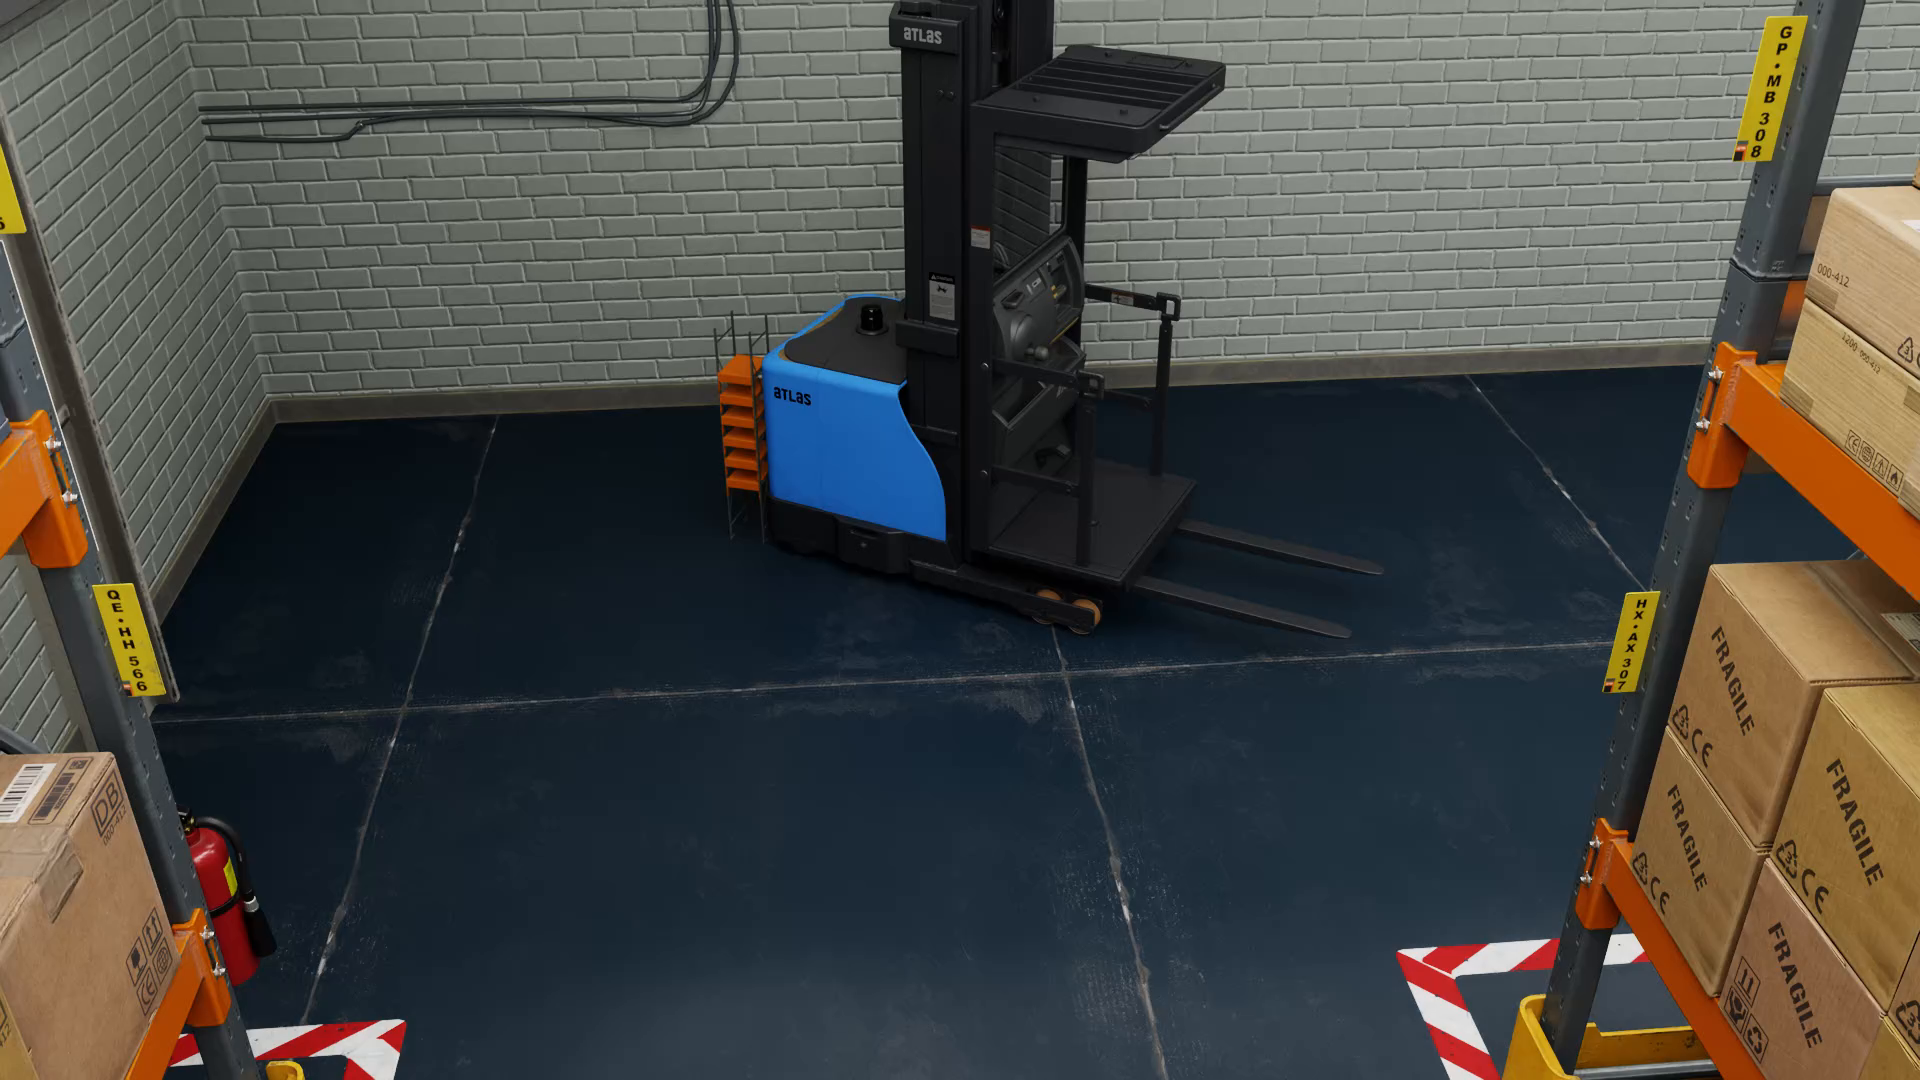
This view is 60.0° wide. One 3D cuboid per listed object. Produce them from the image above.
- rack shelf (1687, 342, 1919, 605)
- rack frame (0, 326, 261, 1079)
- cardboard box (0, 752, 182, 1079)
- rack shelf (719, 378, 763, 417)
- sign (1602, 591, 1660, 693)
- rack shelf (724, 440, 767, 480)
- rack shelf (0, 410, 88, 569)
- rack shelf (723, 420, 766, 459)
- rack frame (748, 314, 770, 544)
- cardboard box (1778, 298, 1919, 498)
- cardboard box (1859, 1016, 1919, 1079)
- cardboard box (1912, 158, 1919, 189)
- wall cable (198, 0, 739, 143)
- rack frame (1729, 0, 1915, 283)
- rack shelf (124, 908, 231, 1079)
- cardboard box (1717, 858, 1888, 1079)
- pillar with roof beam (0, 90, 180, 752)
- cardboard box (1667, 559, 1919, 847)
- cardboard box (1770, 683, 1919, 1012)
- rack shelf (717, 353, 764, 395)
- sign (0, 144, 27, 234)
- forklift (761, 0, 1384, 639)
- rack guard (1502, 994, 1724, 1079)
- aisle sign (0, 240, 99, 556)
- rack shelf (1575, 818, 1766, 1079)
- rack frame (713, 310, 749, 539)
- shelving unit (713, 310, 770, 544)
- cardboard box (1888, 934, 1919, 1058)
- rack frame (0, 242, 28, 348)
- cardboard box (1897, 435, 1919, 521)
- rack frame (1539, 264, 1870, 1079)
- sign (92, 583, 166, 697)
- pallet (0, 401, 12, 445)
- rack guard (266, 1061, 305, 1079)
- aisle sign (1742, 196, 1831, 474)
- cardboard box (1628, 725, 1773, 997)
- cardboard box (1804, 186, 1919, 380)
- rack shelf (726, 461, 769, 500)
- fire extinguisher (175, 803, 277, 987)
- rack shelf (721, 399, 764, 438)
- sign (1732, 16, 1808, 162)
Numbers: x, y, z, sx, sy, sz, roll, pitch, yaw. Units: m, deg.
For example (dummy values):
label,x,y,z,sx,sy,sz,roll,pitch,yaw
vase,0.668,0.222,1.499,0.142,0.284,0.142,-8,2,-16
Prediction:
label,x,y,z,sx,sy,sz,roll,pitch,yaw
rack shelf,2.551,0.667,2.484,1.077,0.370,4.000,-3,31,-5
rack frame,-2.568,0.864,4.378,1.000,3.000,0.127,-3,31,-5
cardboard box,-2.510,0.996,3.866,0.980,0.700,0.700,-1,31,-2
rack shelf,-1.085,-0.734,8.427,0.180,0.103,0.258,8,32,13
sign,1.824,0.280,4.512,0.100,0.325,0.005,-3,31,-5
rack shelf,-1.085,-0.425,8.611,0.180,0.103,0.258,8,32,13
rack shelf,-2.381,0.907,2.083,1.077,0.370,4.000,-3,31,-5
rack shelf,-1.085,-0.528,8.550,0.180,0.103,0.258,8,32,13
rack frame,-0.997,-0.553,8.506,0.006,1.200,0.240,8,32,13
cardboard box,2.159,-0.324,3.588,0.500,0.250,0.500,-3,31,-5
cardboard box,2.240,1.341,3.482,0.500,0.500,0.500,-3,31,-5
cardboard box,2.428,-0.873,3.289,0.700,0.500,0.500,-3,31,-5
wall cable,-2.740,-3.283,8.499,3.097,2.526,0.112,-3,31,-5
rack frame,2.364,-1.950,3.240,1.000,3.000,0.127,-3,31,-5
rack shelf,-2.381,2.194,2.853,1.077,0.370,4.000,-3,31,-5
cardboard box,2.196,1.085,3.911,0.500,0.500,0.500,-3,31,-5
pillar with roof beam,0.605,-3.254,5.423,9.100,9.000,0.400,-3,31,-5
cardboard box,2.143,0.392,4.096,0.500,0.500,0.500,-2,31,-3
cardboard box,2.199,0.659,3.649,0.500,0.500,0.500,-2,31,-4
rack shelf,-1.085,-0.837,8.365,0.180,0.103,0.258,8,32,13
sign,-2.026,-0.788,3.433,0.100,0.325,0.005,-3,31,-5
forklift,0.559,-1.117,7.762,3.031,2.935,1.130,14,34,22
rack guard,2.371,1.737,5.354,1.175,0.500,0.348,-3,31,-5
aisle sign,-2.276,-0.303,3.797,0.394,0.787,0.004,-3,31,-5
rack shelf,2.551,1.955,3.253,1.077,0.370,4.000,-3,31,-5
rack frame,-1.173,-0.578,8.548,0.006,1.200,0.240,8,32,13
shelving unit,-1.085,-0.566,8.527,0.189,1.200,0.258,8,32,13
cardboard box,2.241,0.914,3.221,0.500,0.500,0.500,-2,31,-4
rack frame,-2.568,-1.711,2.839,1.000,3.000,0.127,-3,31,-5
cardboard box,2.193,-0.068,3.159,0.500,0.250,0.500,-3,31,-5
rack frame,2.364,0.625,4.778,1.000,3.000,0.127,-3,31,-5
sign,-2.026,0.247,4.052,0.100,0.325,0.005,-3,31,-5
pallet,-2.488,-0.007,2.998,1.003,0.211,1.213,-3,31,-5
rack guard,-2.570,1.925,5.039,1.175,0.500,0.348,-3,31,-5
aisle sign,2.065,-0.512,4.146,0.394,0.787,0.004,-3,31,-5
cardboard box,2.143,0.821,4.352,0.500,0.500,0.500,-2,31,-4
cardboard box,2.153,-0.538,3.459,0.500,0.250,0.500,-3,31,-5
rack shelf,-1.085,-0.322,8.673,0.180,0.103,0.258,8,32,13
fire extinguisher,-2.122,0.959,4.659,0.296,0.674,0.183,-3,31,-5
rack shelf,-1.085,-0.631,8.488,0.180,0.103,0.258,8,32,13
sign,1.824,-1.012,3.741,0.100,0.325,0.005,-3,31,-5
